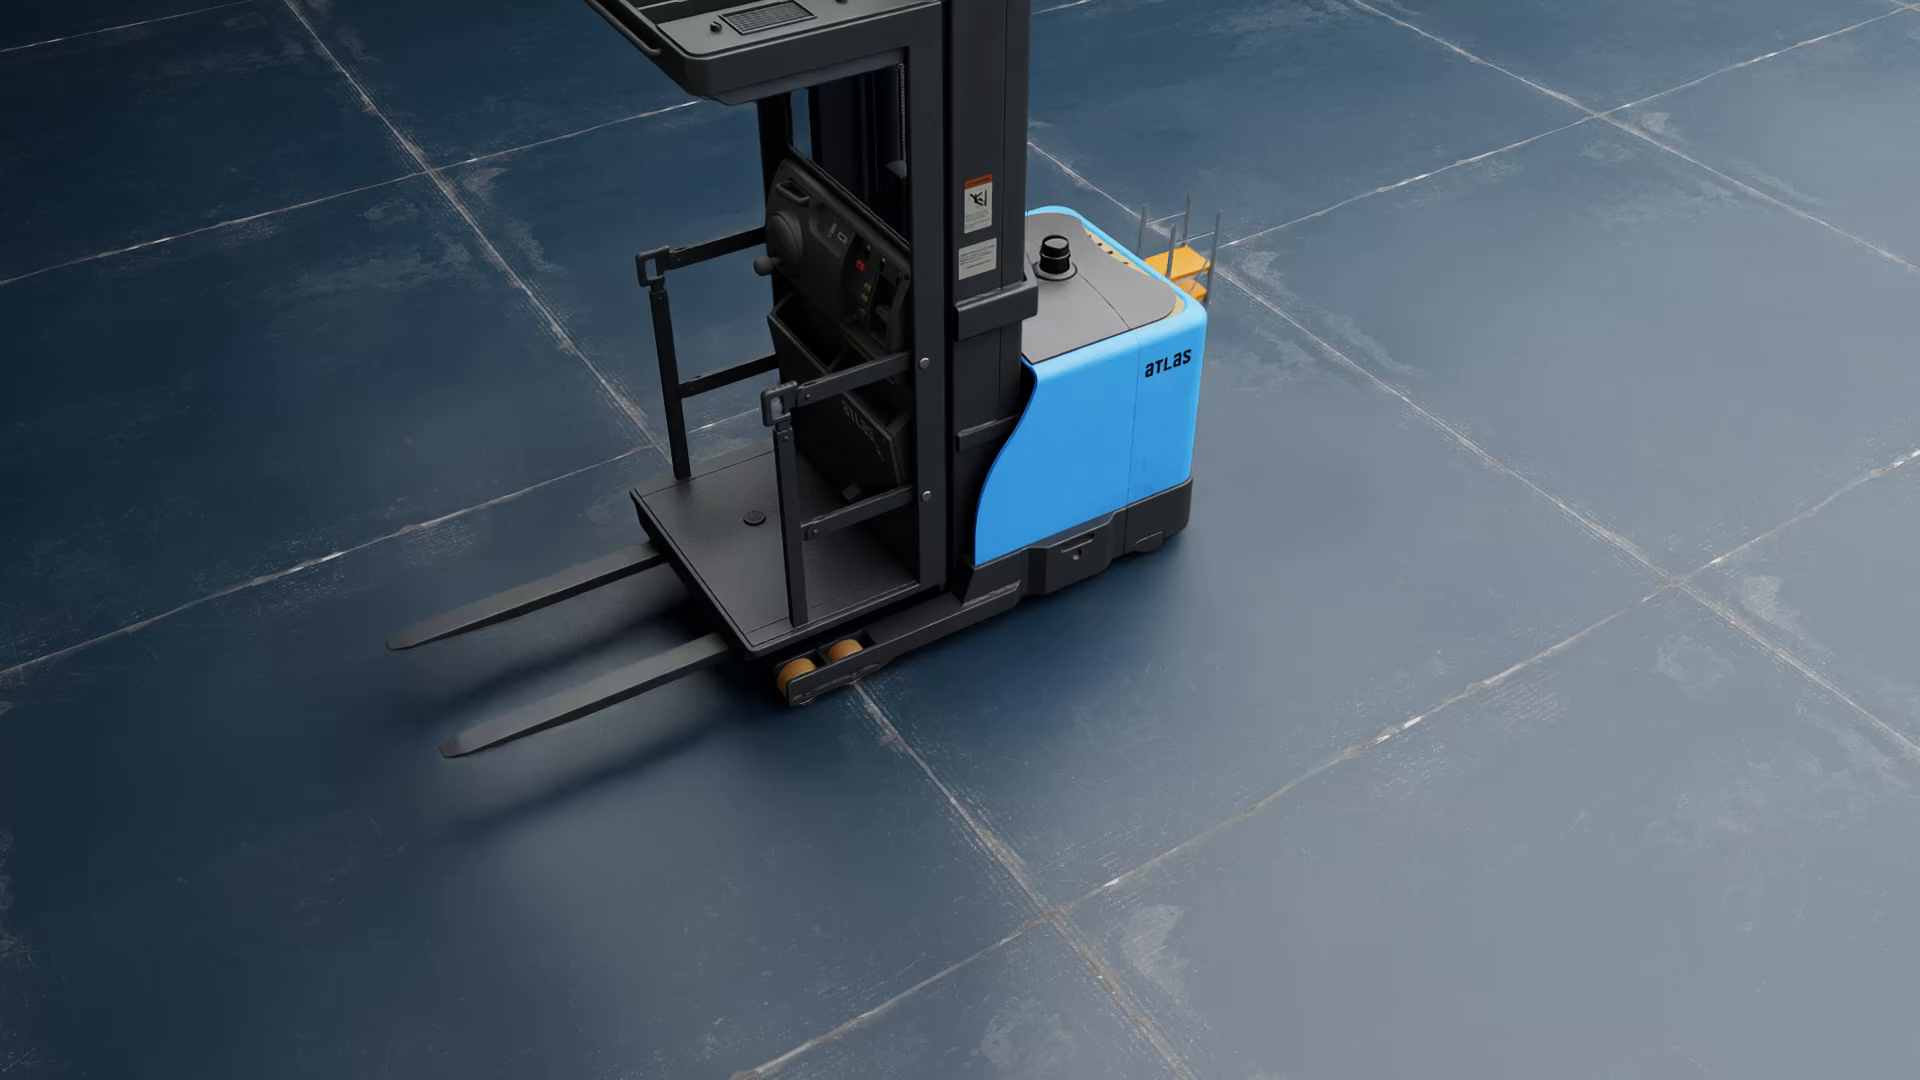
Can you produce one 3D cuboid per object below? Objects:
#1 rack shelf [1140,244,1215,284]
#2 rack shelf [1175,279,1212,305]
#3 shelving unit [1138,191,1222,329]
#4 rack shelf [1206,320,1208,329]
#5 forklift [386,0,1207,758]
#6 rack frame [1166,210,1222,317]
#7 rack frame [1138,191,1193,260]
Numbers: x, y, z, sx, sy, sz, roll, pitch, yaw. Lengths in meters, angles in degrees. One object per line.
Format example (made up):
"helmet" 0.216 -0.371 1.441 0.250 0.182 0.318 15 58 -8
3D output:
"rack shelf" 0.850 -1.058 6.583 0.258 0.103 0.180 -20 44 -25
"rack shelf" 0.846 -0.965 6.658 0.258 0.103 0.180 -20 44 -25
"shelving unit" 0.841 -0.812 6.781 0.258 1.200 0.189 -20 44 -25
"rack shelf" 0.843 -0.871 6.733 0.258 0.103 0.180 -20 44 -25
"forklift" -0.598 -0.918 5.562 3.031 2.935 1.130 -21 44 -24
"rack frame" 0.889 -0.763 6.721 0.240 1.200 0.006 -20 44 -25
"rack frame" 0.793 -0.862 6.841 0.240 1.200 0.006 -20 44 -25
